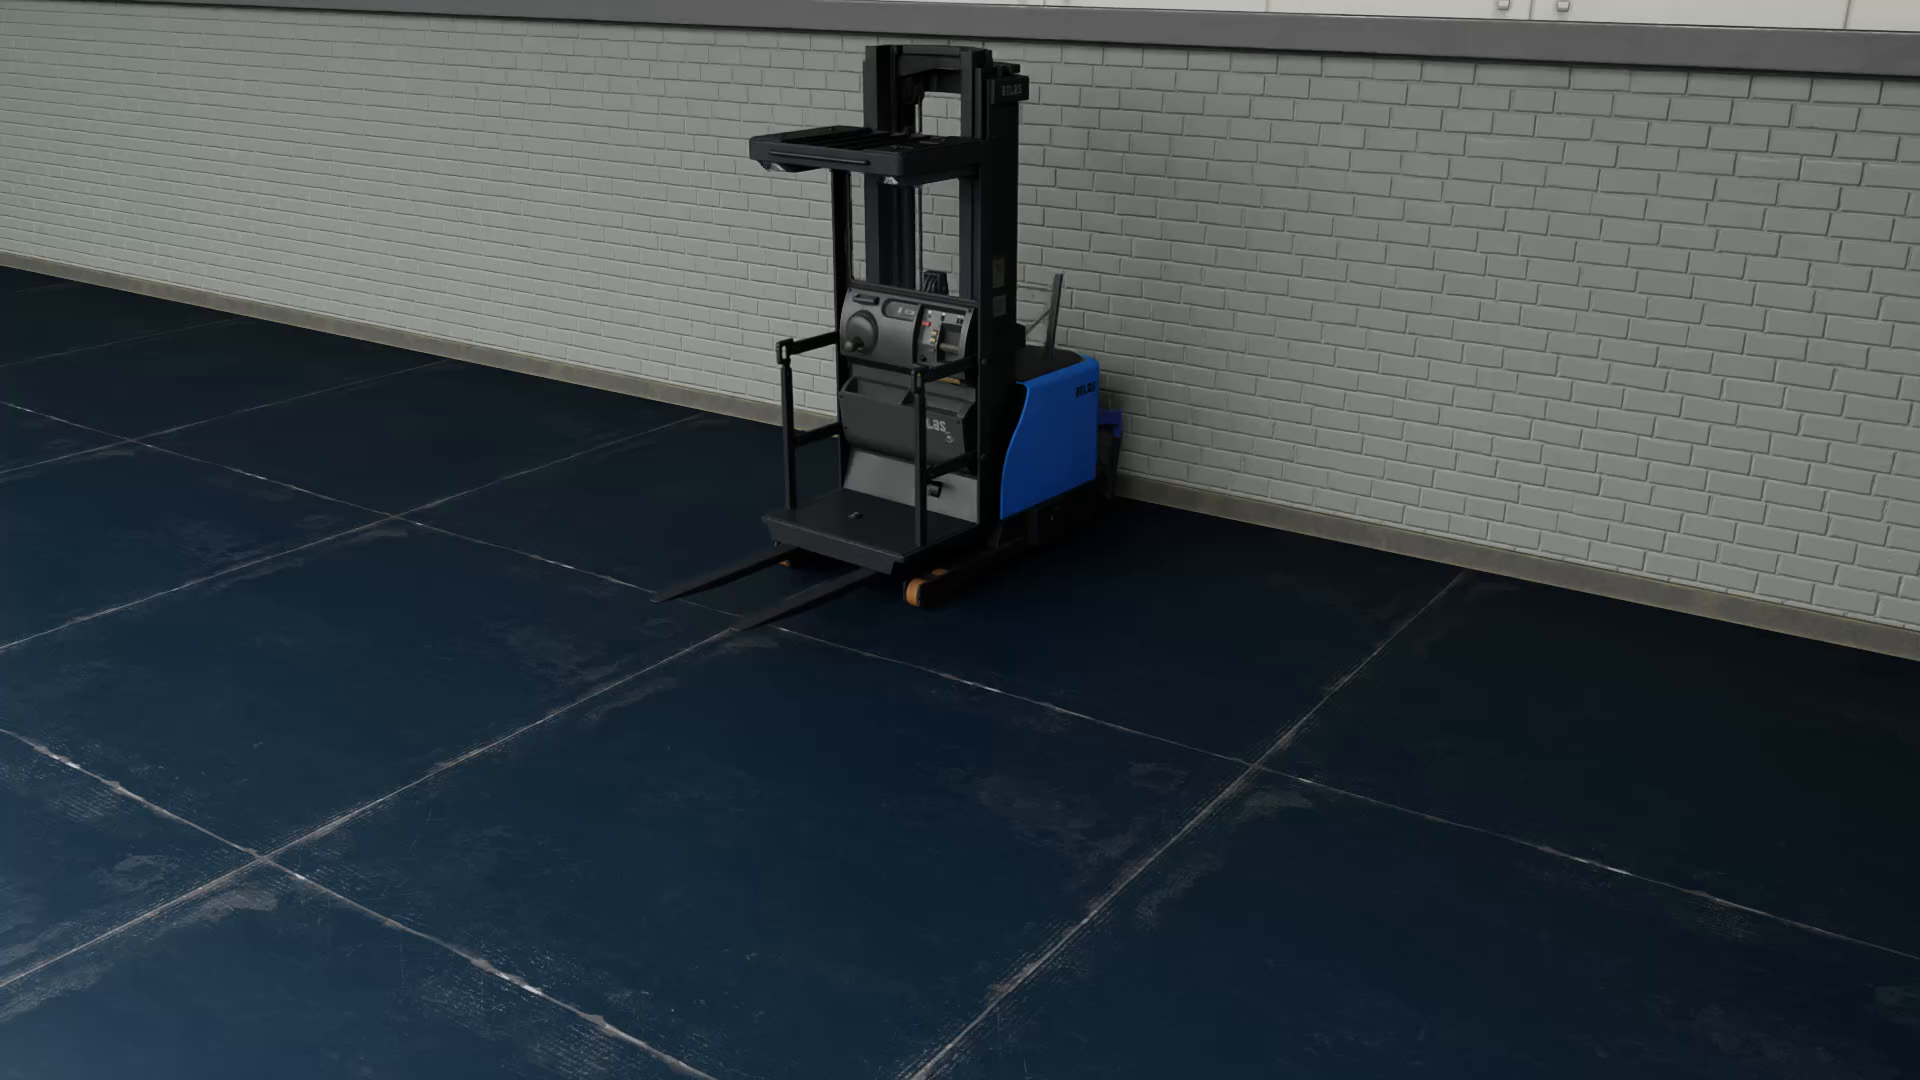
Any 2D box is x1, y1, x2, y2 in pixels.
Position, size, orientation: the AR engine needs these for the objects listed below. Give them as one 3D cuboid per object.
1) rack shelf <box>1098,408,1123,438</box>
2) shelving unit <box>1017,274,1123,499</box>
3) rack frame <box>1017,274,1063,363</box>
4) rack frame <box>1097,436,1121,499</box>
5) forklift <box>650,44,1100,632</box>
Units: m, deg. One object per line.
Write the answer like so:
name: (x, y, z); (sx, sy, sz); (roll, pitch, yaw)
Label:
rack shelf: (0.575, -0.769, 10.634); (0.538, 0.185, 1.000); (13, 12, 32)
shelving unit: (0.596, -0.944, 10.601); (0.538, 1.500, 1.048); (13, 12, 32)
rack frame: (0.314, -0.900, 10.181); (0.500, 1.500, 0.032); (13, 12, 32)
rack frame: (0.878, -0.989, 11.022); (0.500, 1.500, 0.032); (13, 12, 32)
forklift: (-0.436, -1.190, 9.258); (1.130, 2.935, 3.031); (15, 25, 36)
